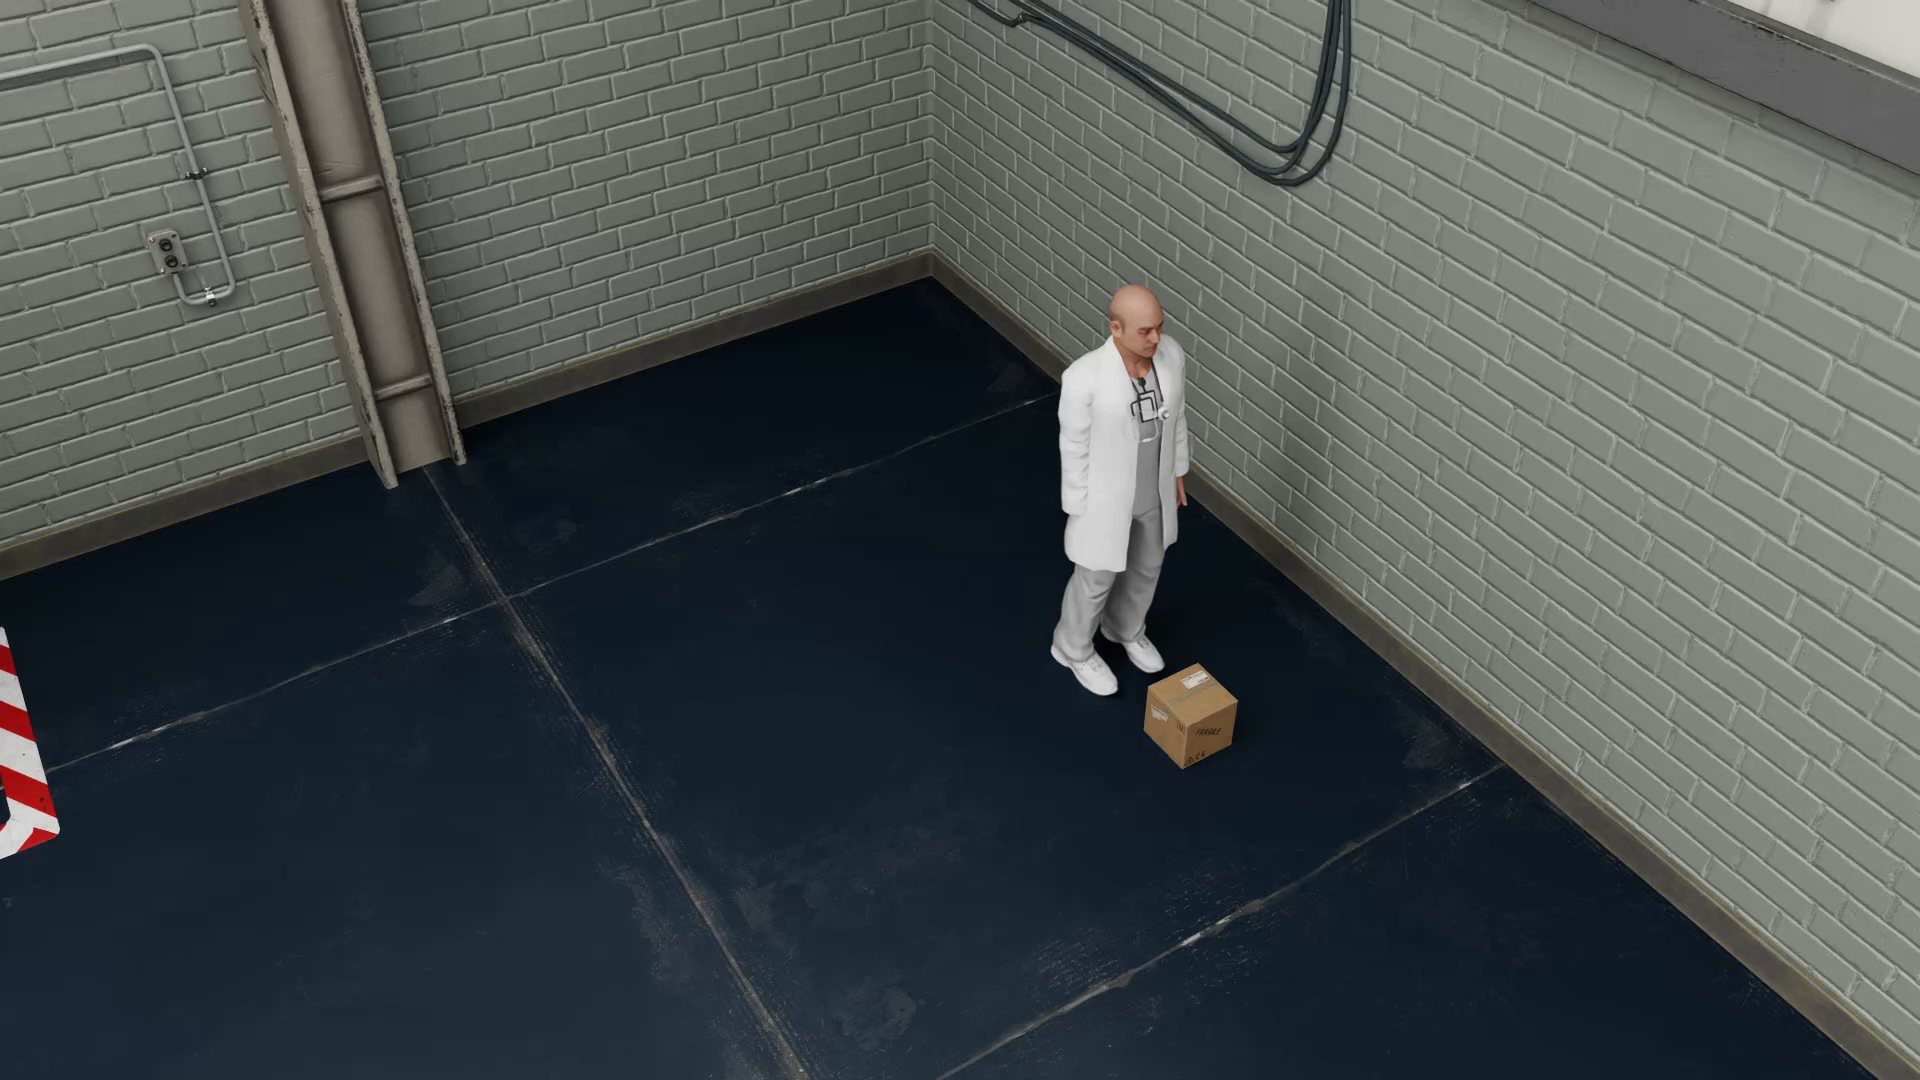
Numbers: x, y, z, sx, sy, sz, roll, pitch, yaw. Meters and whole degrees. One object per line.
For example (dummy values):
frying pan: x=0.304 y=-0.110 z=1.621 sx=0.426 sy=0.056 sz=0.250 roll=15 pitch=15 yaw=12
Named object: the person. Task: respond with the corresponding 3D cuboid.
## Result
person: x=0.645 y=-0.181 z=6.385 sx=0.564 sy=1.778 sz=0.380 roll=-21 pitch=45 yaw=-23
